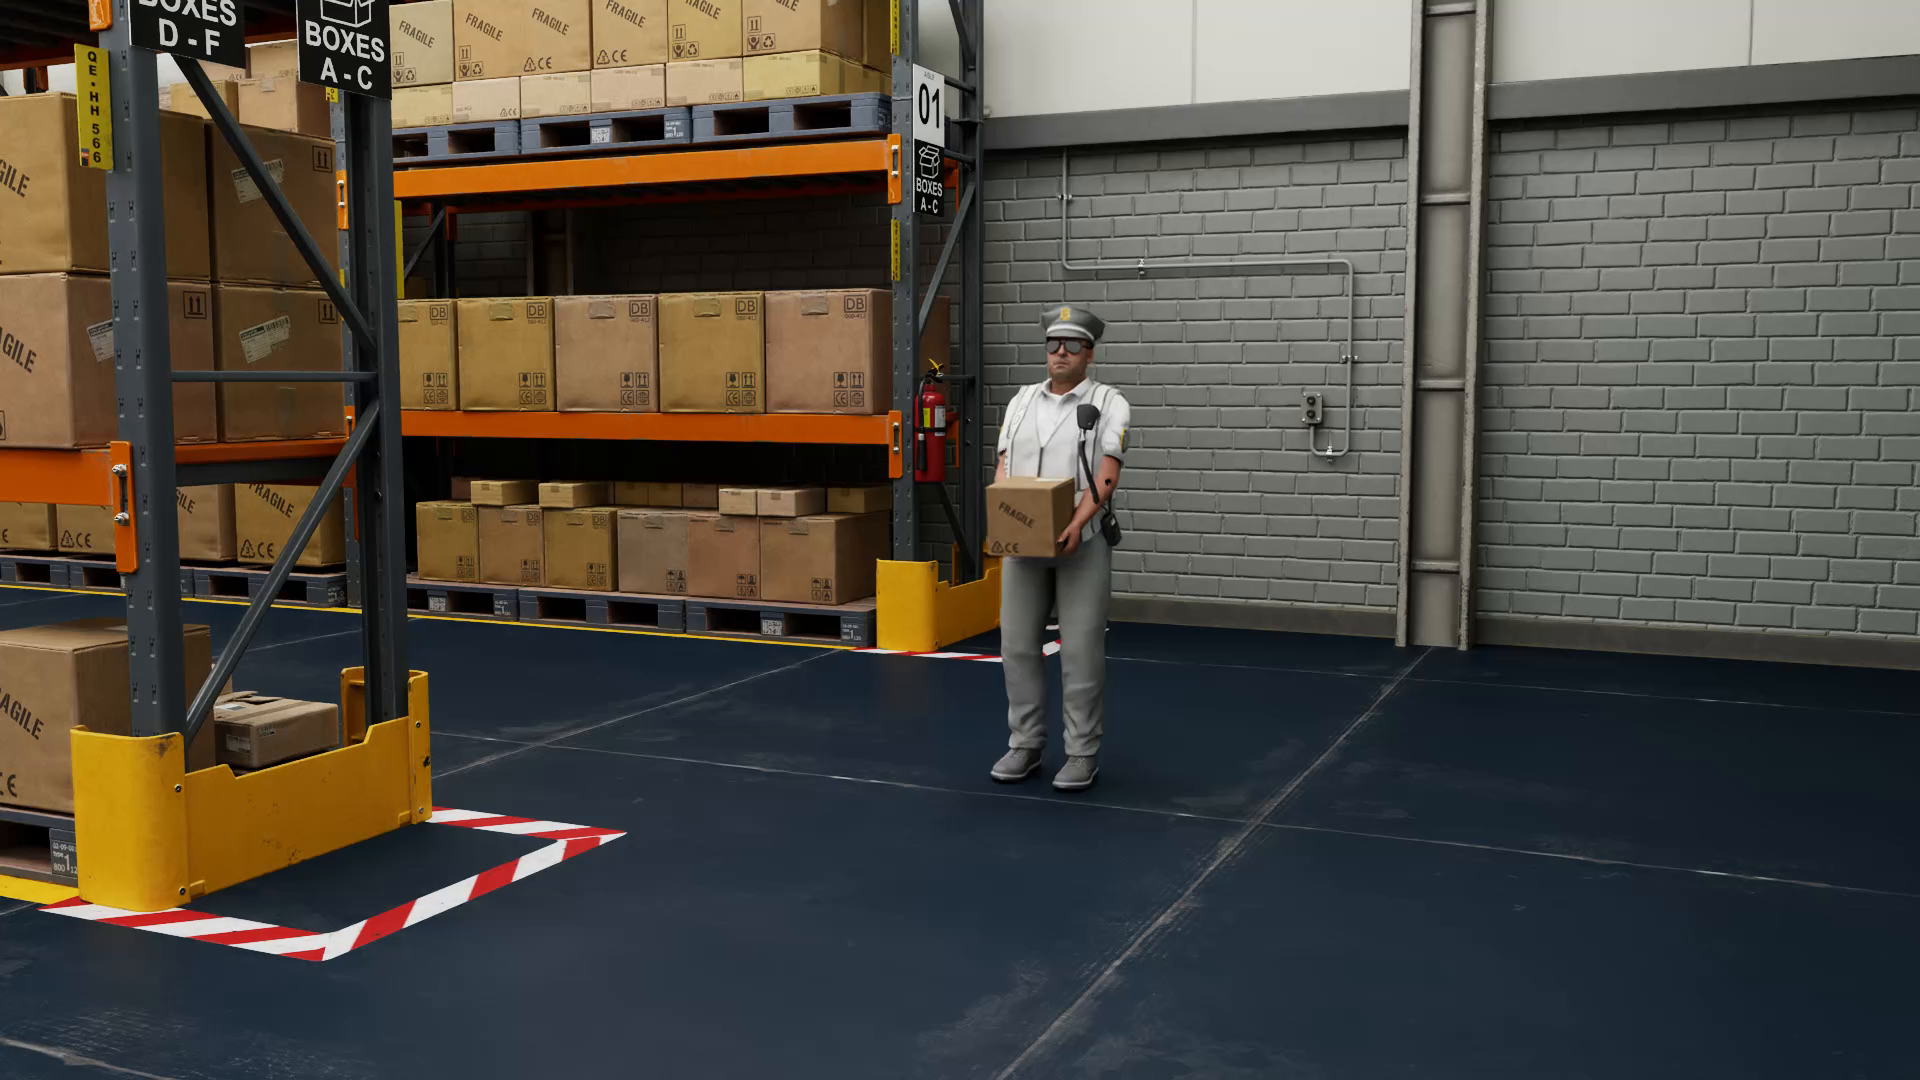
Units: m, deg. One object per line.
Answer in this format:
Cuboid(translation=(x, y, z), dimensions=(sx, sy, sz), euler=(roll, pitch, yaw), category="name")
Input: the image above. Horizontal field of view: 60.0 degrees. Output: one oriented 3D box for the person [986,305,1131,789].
Cuboid(translation=(0.349, 0.020, 6.163), dimensions=(0.504, 1.772, 0.562), euler=(2, 6, 23), category="person")
